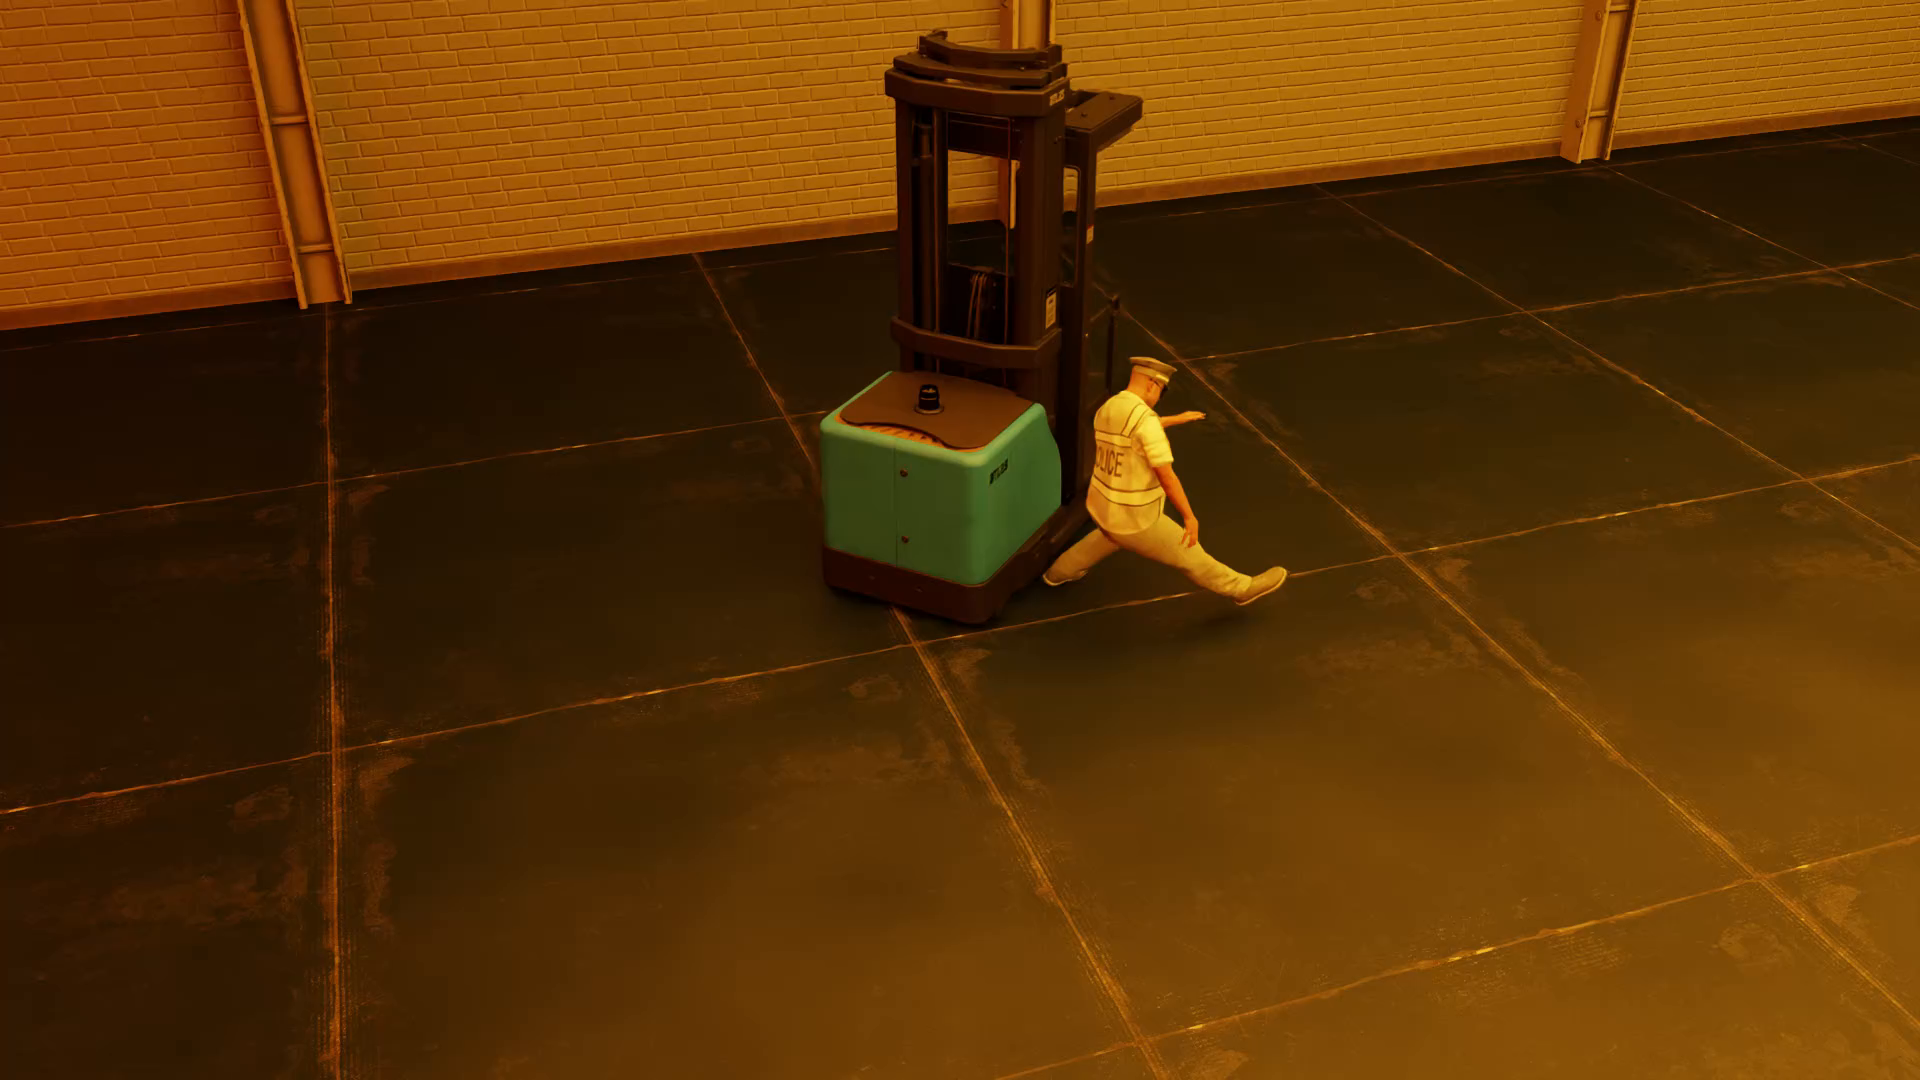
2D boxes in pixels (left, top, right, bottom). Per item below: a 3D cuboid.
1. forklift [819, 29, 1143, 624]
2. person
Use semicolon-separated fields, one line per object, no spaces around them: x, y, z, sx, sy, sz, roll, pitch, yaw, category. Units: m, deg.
0.351;-1.521;9.731;1.130;2.935;3.031;15;33;24;forklift
1.143;-0.296;9.079;1.130;1.473;0.979;-12;32;-19;person
